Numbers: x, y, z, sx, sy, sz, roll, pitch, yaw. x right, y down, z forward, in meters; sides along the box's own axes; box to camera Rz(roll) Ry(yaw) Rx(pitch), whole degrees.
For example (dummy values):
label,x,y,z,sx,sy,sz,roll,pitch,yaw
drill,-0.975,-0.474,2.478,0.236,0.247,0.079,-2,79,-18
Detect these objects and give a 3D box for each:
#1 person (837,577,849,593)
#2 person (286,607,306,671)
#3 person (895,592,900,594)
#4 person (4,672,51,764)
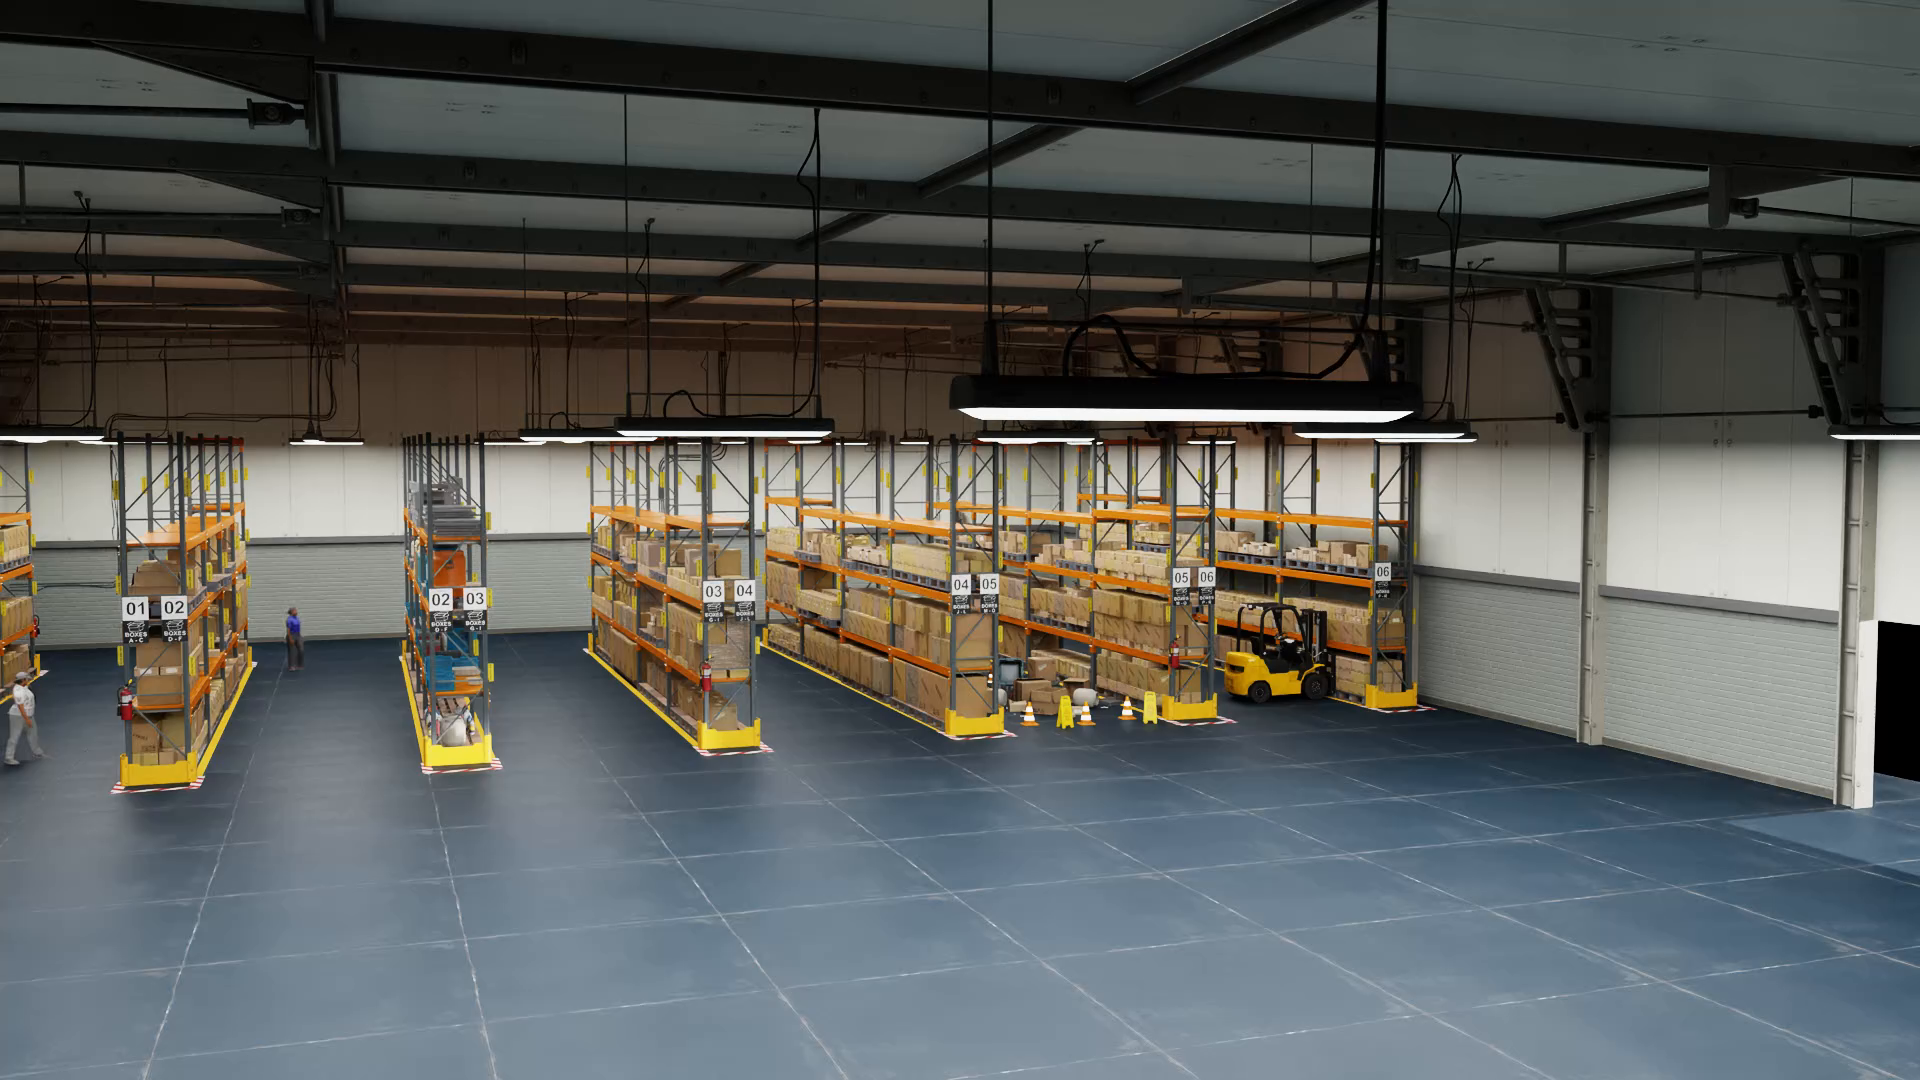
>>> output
label,x,y,z,sx,sy,sz,roll,pitch,yaw
person,-3.288,1.937,47.968,0.640,1.790,0.473,3,4,39
person,-17.105,2.562,42.746,0.461,1.708,0.466,2,4,33
person,-1.708,2.309,45.528,0.503,1.799,0.728,-2,4,-26
person,-17.028,3.221,30.298,0.612,1.665,0.680,0,3,-9
